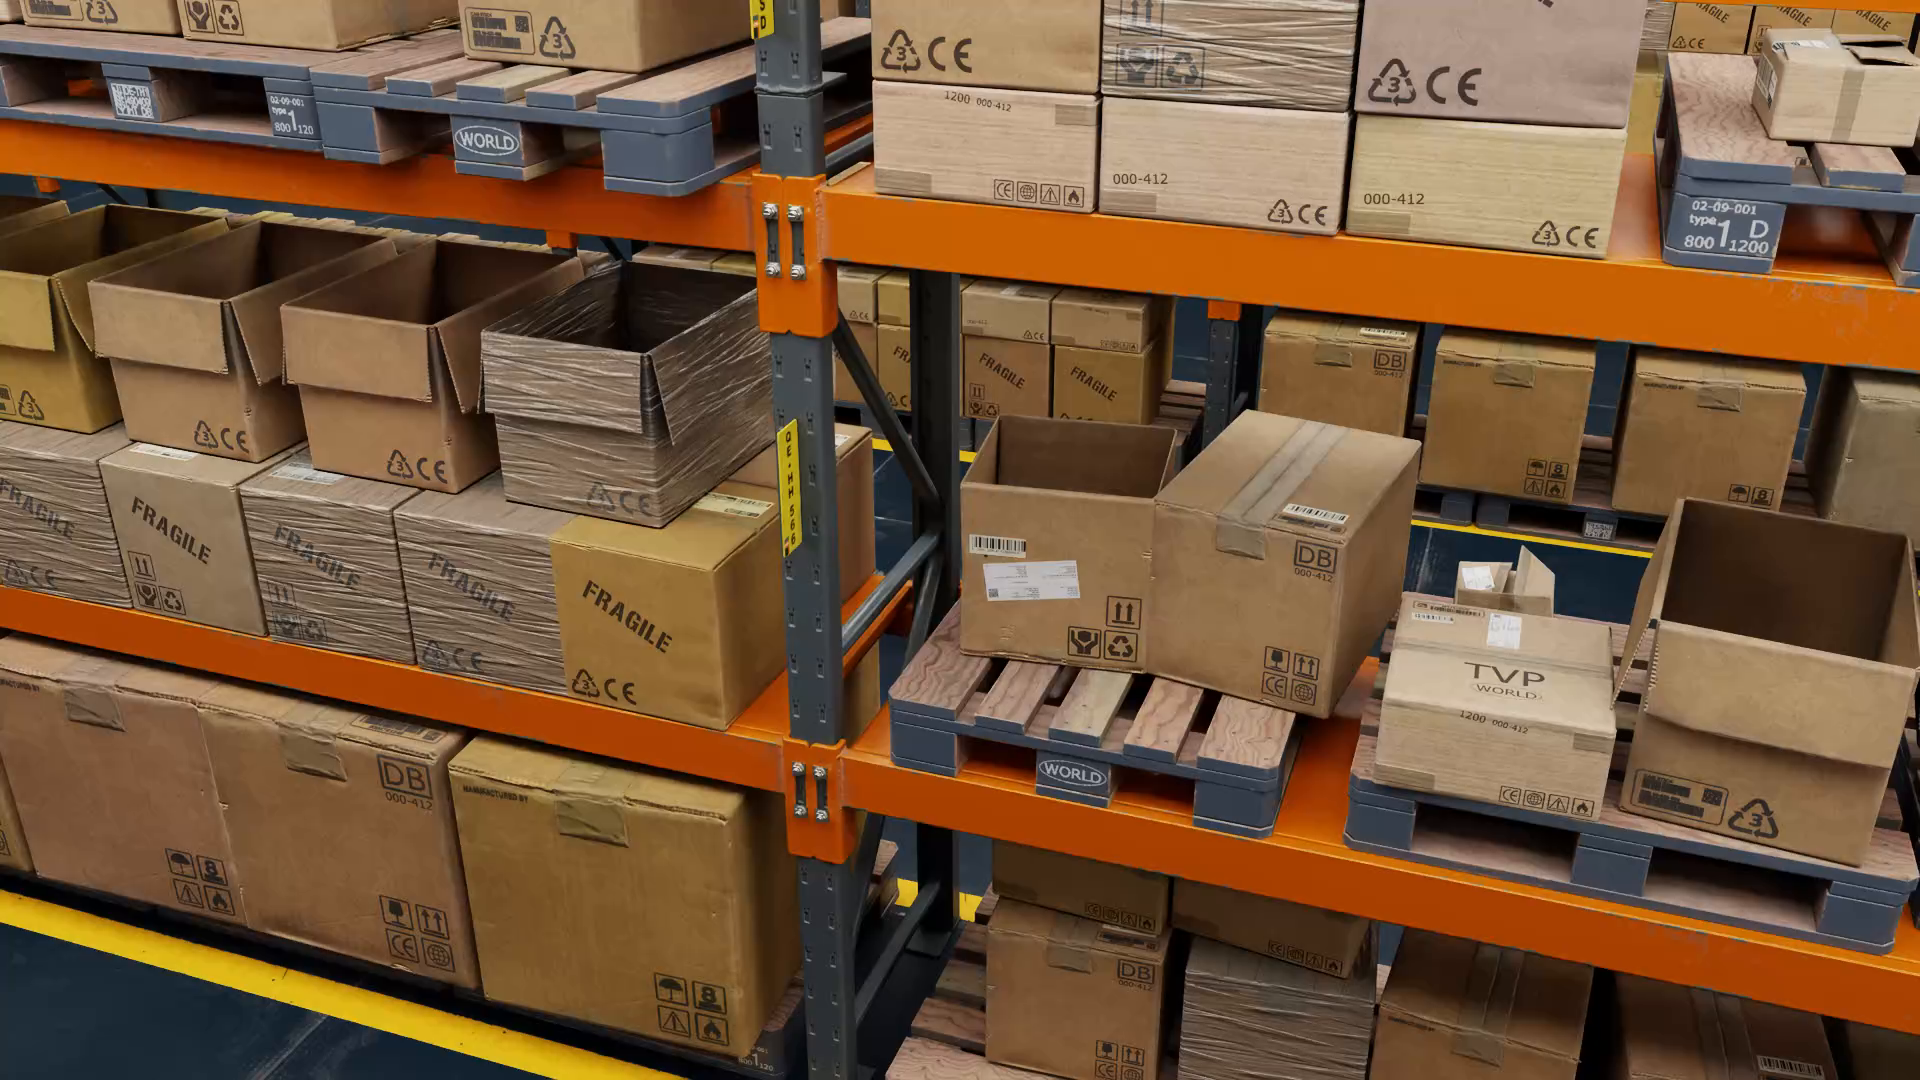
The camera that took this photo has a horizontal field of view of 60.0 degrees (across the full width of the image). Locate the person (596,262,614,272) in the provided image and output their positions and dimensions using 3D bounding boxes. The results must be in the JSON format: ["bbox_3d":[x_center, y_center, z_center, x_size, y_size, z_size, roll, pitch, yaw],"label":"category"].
[{"bbox_3d":[-1.430,-0.446,7.487,0.878,1.637,0.500,8,27,15],"label":"person"}]
